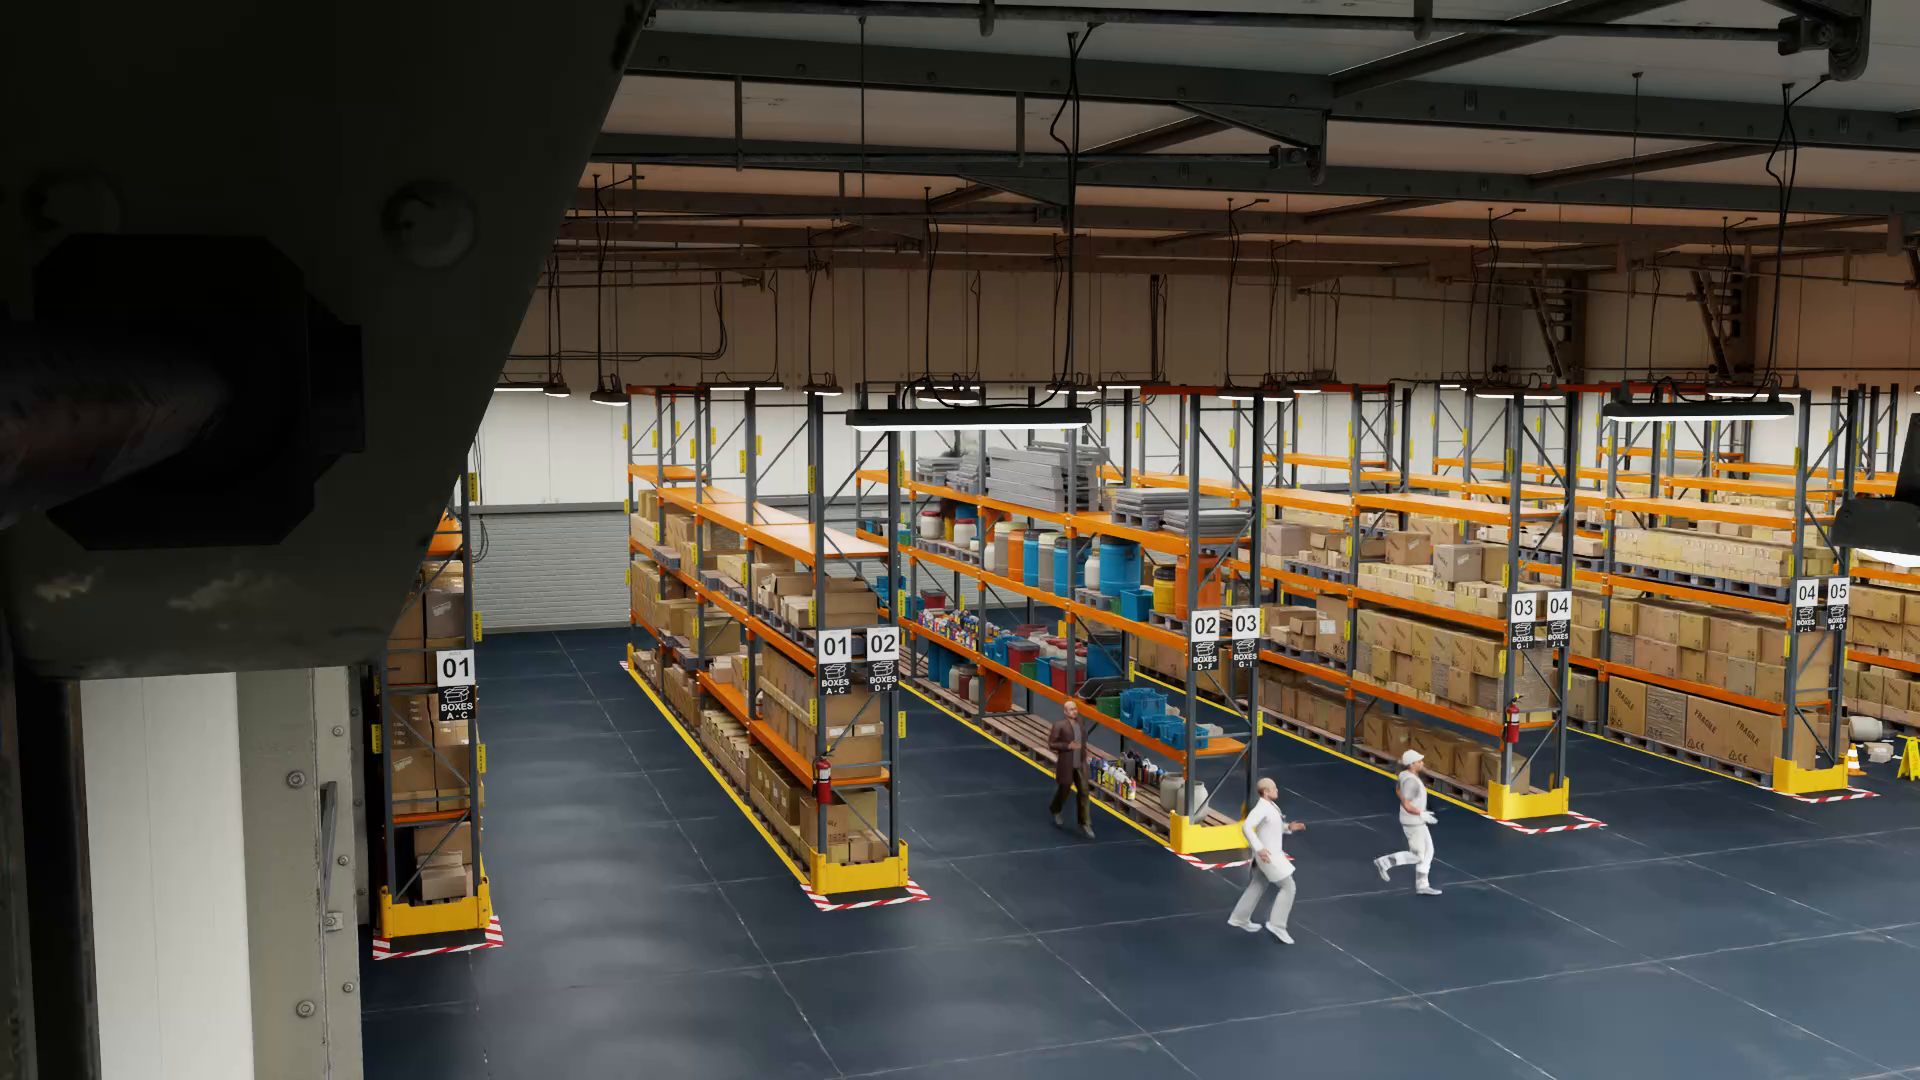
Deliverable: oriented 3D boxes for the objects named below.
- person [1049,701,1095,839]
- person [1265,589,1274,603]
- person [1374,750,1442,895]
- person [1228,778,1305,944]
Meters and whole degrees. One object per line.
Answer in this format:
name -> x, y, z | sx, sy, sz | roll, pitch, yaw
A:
person -> 1.507, 3.084, 22.676 | 0.701, 1.808, 0.984 | -3, 6, -25
person -> 7.849, 1.239, 41.610 | 0.699, 1.679, 0.743 | 3, 7, 31
person -> 5.414, 3.394, 20.039 | 0.801, 1.758, 0.660 | 2, 6, 14
person -> 3.402, 3.649, 18.452 | 0.829, 1.640, 0.672 | 0, 6, 5
